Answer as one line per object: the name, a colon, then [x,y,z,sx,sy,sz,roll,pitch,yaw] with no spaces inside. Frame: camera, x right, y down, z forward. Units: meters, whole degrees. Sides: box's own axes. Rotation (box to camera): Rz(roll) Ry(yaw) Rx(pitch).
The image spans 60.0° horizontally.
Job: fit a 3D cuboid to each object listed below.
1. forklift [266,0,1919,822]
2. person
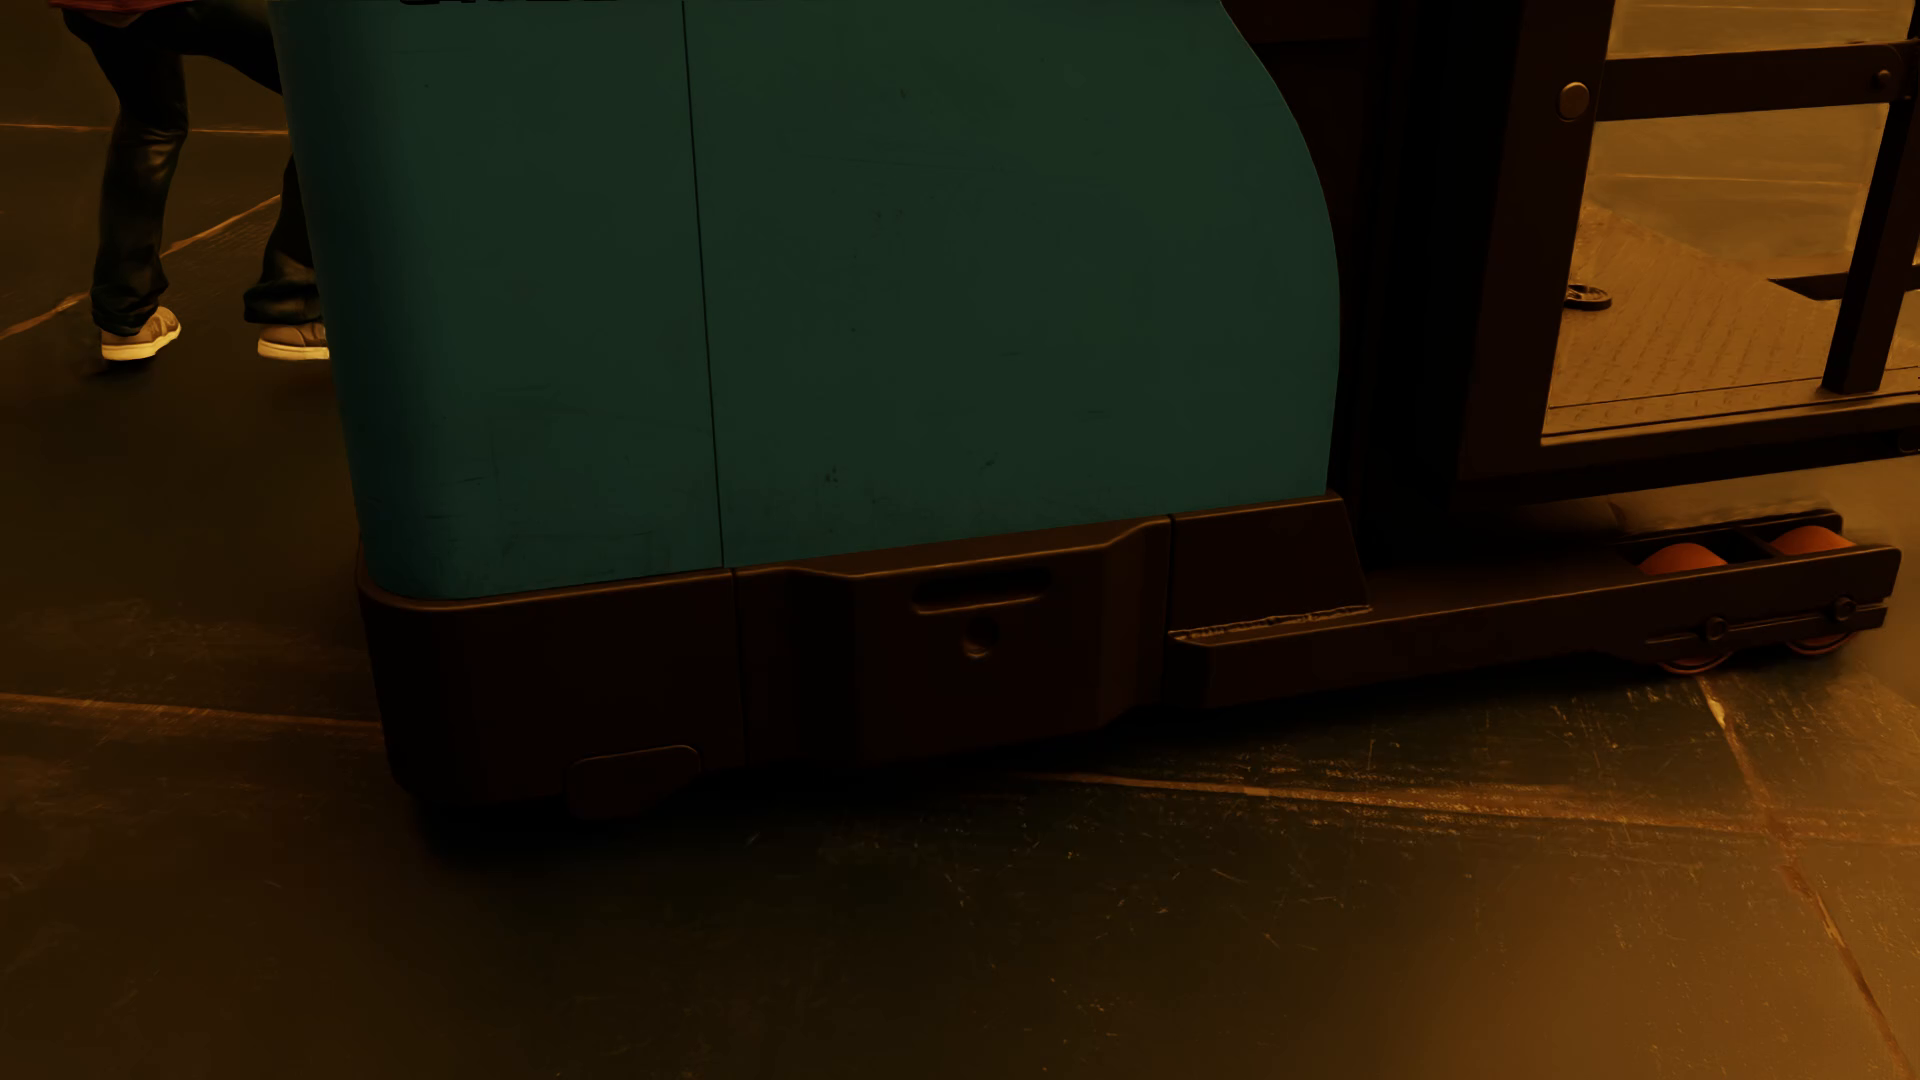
forklift: [0.720,-1.357,1.938,3.031,2.935,1.130,-7,27,-14]
person: [-1.360,-0.999,2.863,0.767,1.489,0.453,15,30,27]
